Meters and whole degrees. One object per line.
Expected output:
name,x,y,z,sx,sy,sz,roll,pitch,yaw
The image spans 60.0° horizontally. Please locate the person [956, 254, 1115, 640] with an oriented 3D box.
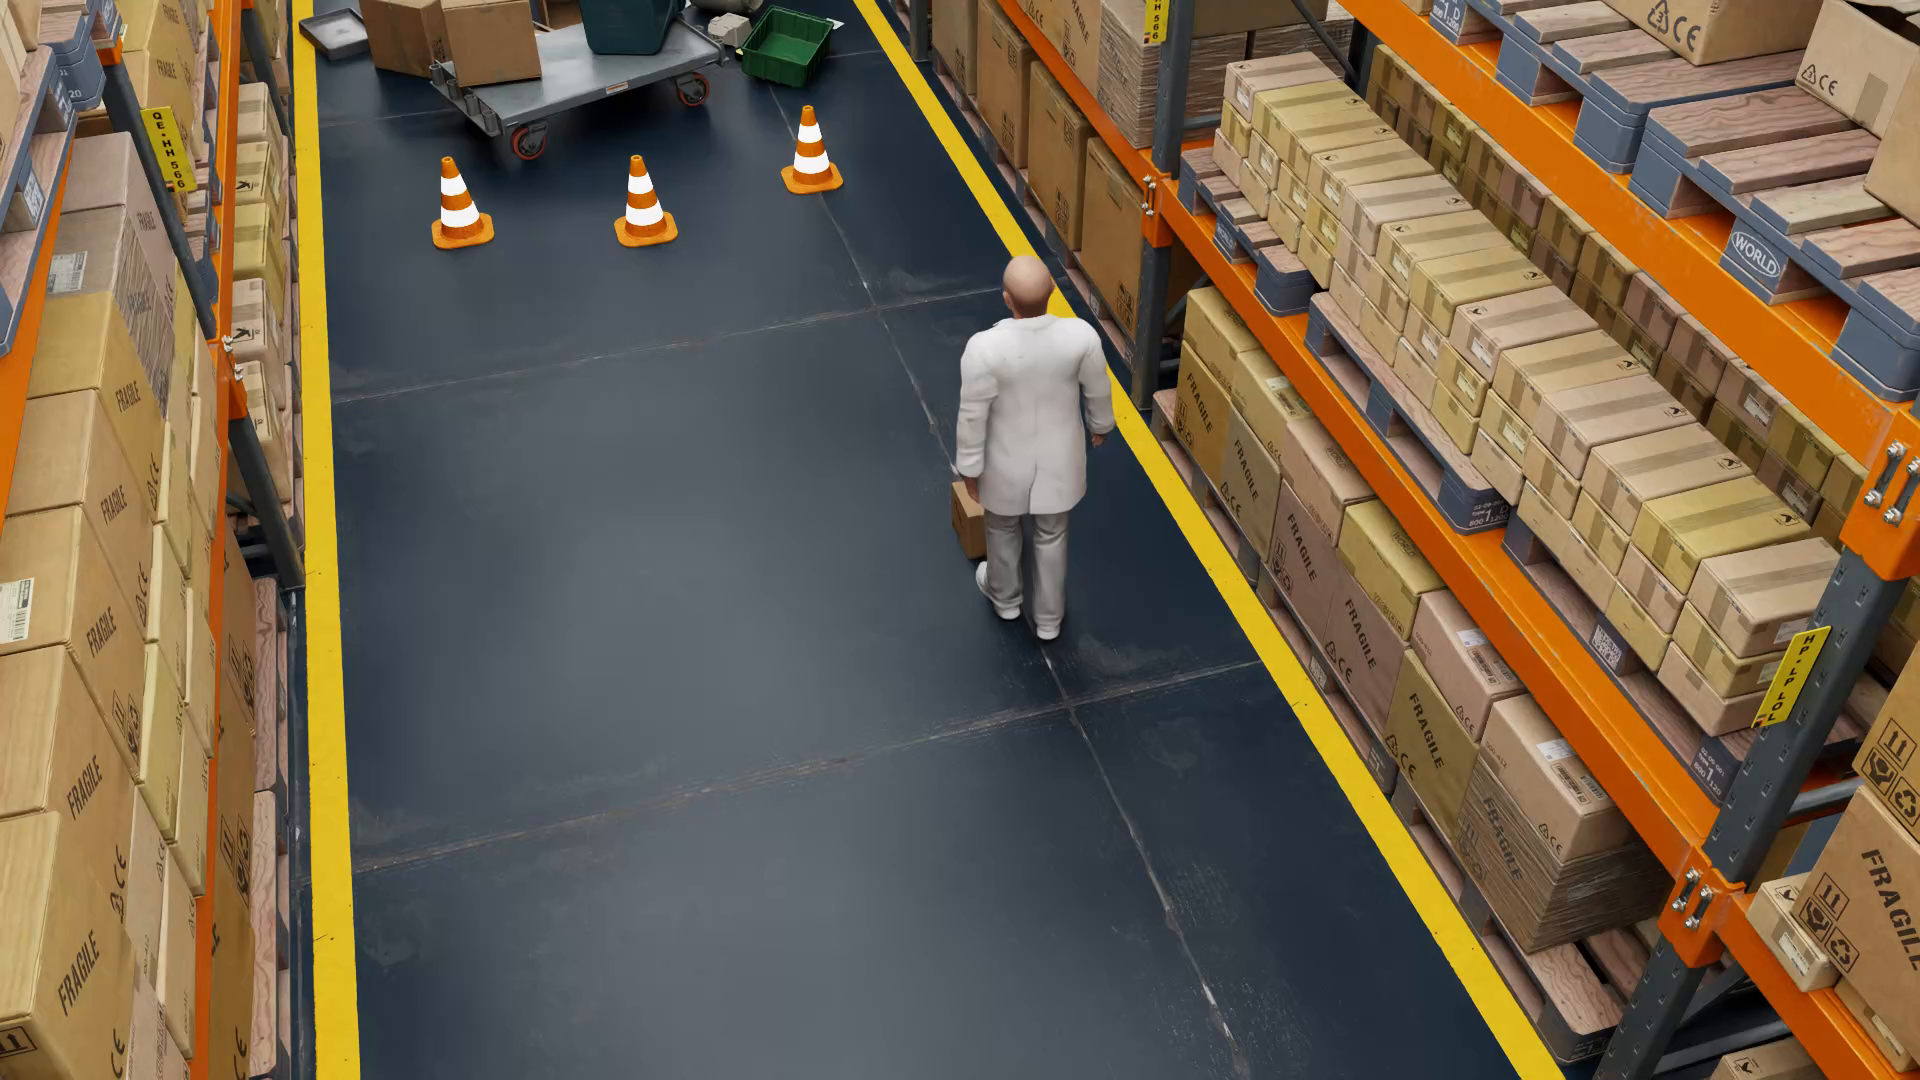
person,0.290,-0.388,6.592,0.657,1.798,0.528,-6,42,-7
